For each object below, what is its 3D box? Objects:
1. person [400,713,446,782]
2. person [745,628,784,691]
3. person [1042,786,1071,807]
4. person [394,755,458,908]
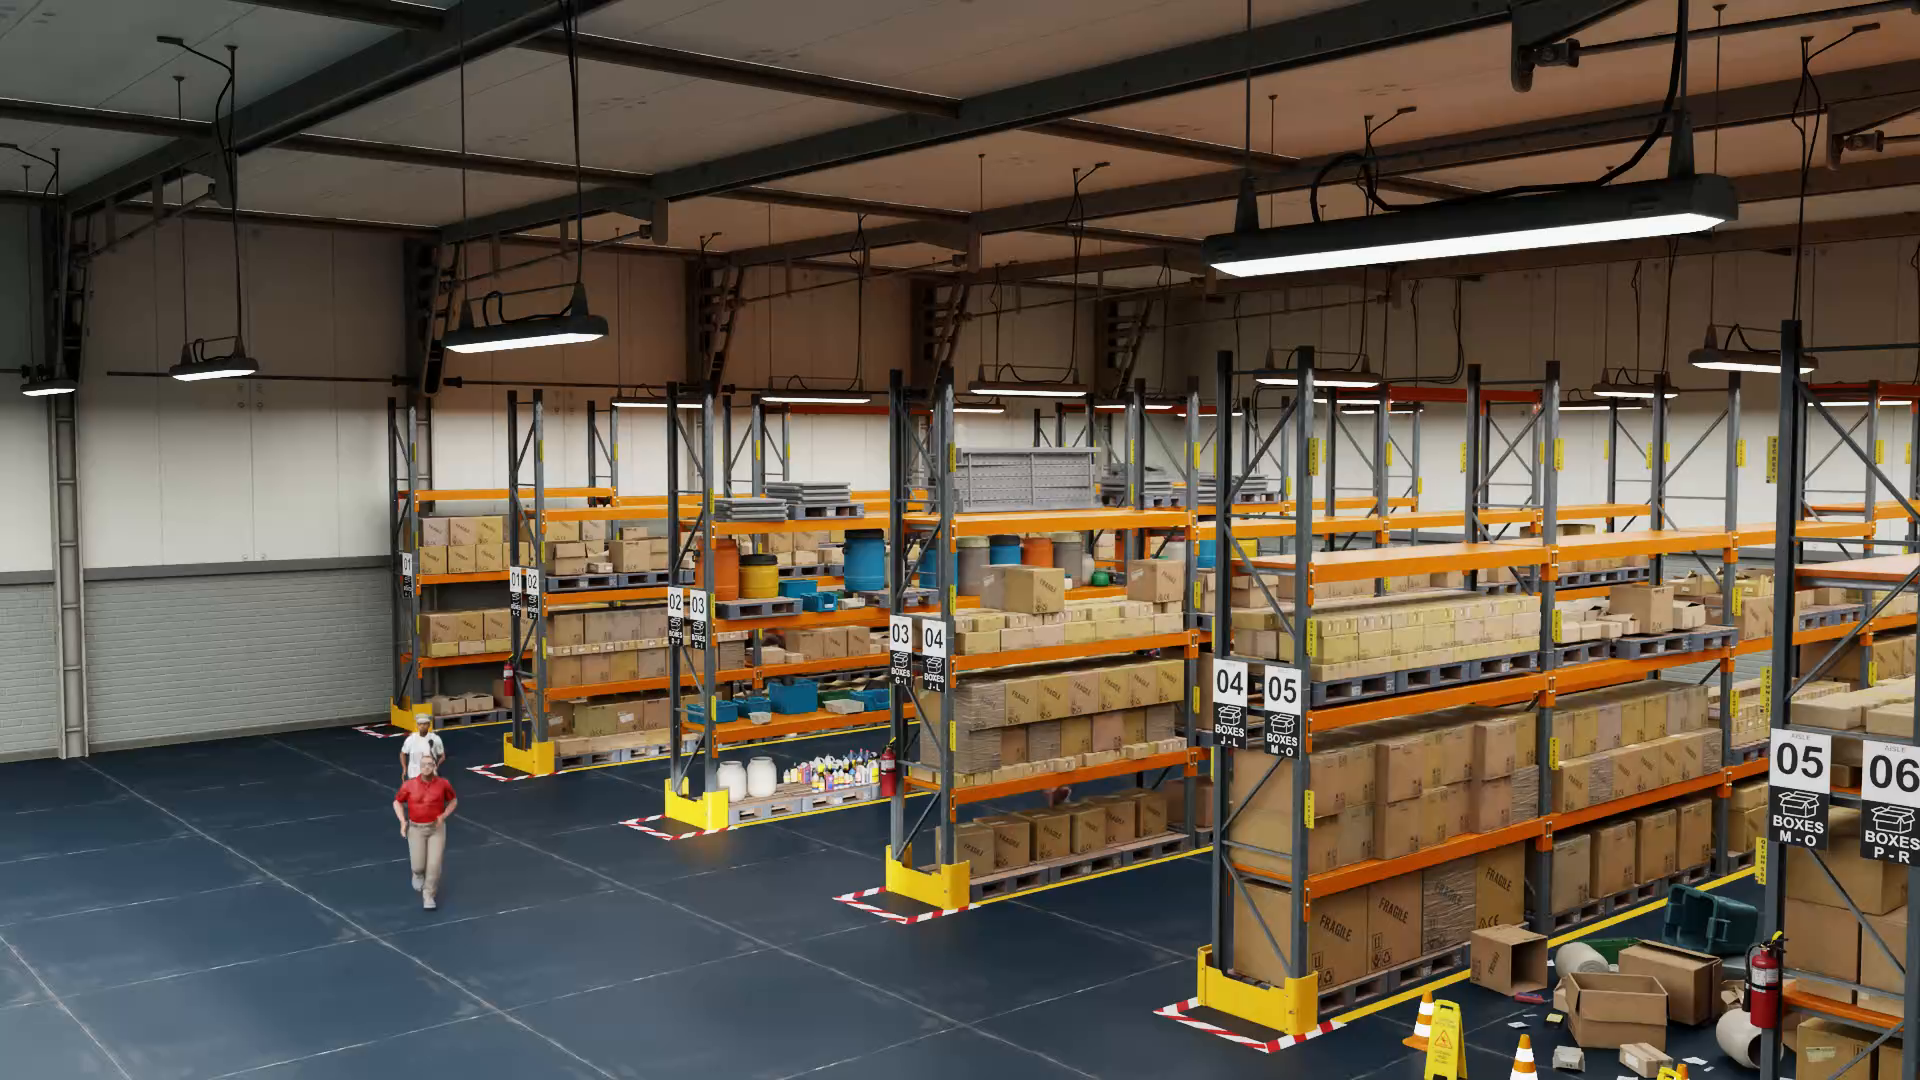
[{"bbox_3d":[-6.989,3.077,21.638,0.575,1.661,0.548,-1,3,-16],"label":"person"},{"bbox_3d":[-3.805,2.440,31.814,0.744,1.798,0.732,-3,5,-45],"label":"person"},{"bbox_3d":[1.371,3.040,22.627,0.569,1.620,0.622,3,4,40],"label":"person"},{"bbox_3d":[-5.957,3.239,18.585,0.679,1.676,0.622,-1,4,-23],"label":"person"}]
